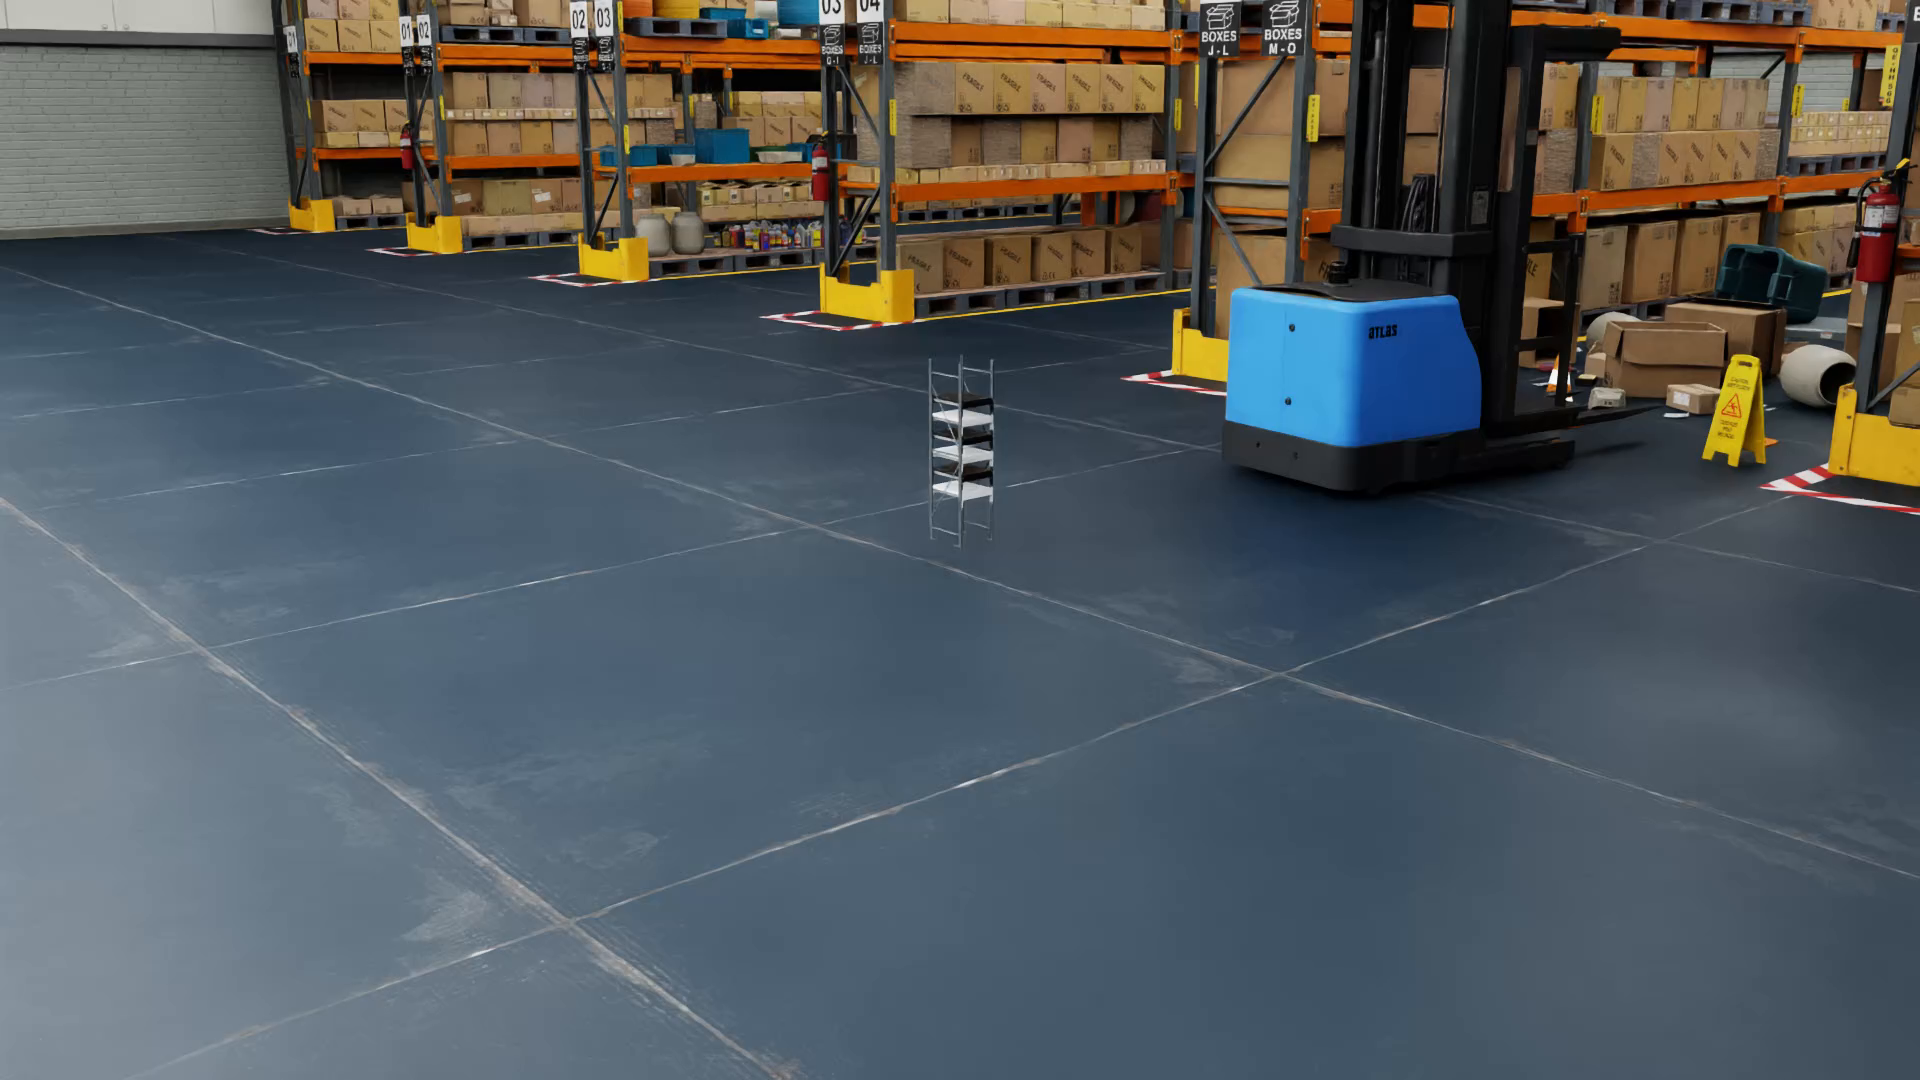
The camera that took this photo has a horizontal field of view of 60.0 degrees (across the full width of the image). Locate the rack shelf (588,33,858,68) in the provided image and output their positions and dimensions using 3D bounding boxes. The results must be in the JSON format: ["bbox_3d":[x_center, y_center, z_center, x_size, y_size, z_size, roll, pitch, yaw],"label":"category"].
[{"bbox_3d":[-2.735,-6.083,20.791,4.000,0.370,1.077,-13,19,-39],"label":"rack shelf"}]

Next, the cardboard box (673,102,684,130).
[{"bbox_3d":[-5.464,-8.006,31.362,0.700,0.500,0.500,14,20,42],"label":"cardboard box"}]

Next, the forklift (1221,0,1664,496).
[{"bbox_3d":[3.047,-1.926,9.779,3.031,2.935,1.130,-9,18,-32],"label":"forklift"}]

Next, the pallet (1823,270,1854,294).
[{"bbox_3d":[9.733,-3.041,19.226,1.213,0.211,1.003,-13,19,-39],"label":"pallet"}]

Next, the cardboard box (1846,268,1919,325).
[{"bbox_3d":[7.339,-1.926,13.024,0.500,0.500,0.500,-13,19,-39],"label":"cardboard box"}]

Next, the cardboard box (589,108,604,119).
[{"bbox_3d":[-5.498,-6.344,24.737,0.250,0.149,0.380,-12,19,-38],"label":"cardboard box"}]

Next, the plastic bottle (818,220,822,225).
[{"bbox_3d":[-1.910,-4.171,22.463,0.133,0.283,0.061,-13,19,-39],"label":"plastic bottle"}]

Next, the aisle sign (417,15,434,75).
[{"bbox_3d":[-7.341,-6.792,22.829,0.004,0.787,0.394,-13,19,-39],"label":"aisle sign"}]

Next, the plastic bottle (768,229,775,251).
[{"bbox_3d":[-2.413,-3.841,21.252,0.097,0.271,0.097,0,15,0],"label":"plastic bottle"}]

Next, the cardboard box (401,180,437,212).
[{"bbox_3d":[-9.150,-5.887,28.467,0.500,0.500,0.700,-14,21,-43],"label":"cardboard box"}]

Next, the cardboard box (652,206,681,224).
[{"bbox_3d":[-4.681,-5.038,25.814,0.500,0.250,0.500,-13,19,-39],"label":"cardboard box"}]

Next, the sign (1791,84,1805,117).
[{"bbox_3d":[8.589,-4.502,17.050,0.005,0.325,0.100,-13,19,-39],"label":"sign"}]

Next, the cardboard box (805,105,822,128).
[{"bbox_3d":[-3.014,-8.421,33.154,0.500,0.500,0.500,-12,19,-38],"label":"cardboard box"}]

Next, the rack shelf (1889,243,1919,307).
[{"bbox_3d":[7.022,-1.740,10.346,4.000,0.370,1.077,-13,19,-39],"label":"rack shelf"}]

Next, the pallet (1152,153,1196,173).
[{"bbox_3d":[2.697,-4.364,19.147,1.213,0.211,1.003,-13,19,-39],"label":"pallet"}]

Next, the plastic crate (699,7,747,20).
[{"bbox_3d":[-3.003,-6.465,20.861,0.575,0.384,0.392,-13,19,-39],"label":"plastic crate"}]

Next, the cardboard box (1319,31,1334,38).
[{"bbox_3d":[4.099,-6.111,19.792,0.500,0.250,0.500,-12,19,-38],"label":"cardboard box"}]

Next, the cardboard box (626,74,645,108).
[{"bbox_3d":[-5.186,-6.798,25.179,0.500,0.500,0.700,-13,20,-39],"label":"cardboard box"}]

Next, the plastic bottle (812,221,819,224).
[{"bbox_3d":[-1.980,-4.188,22.541,0.135,0.276,0.152,-12,19,-37],"label":"plastic bottle"}]

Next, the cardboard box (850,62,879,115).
[{"bbox_3d":[-0.740,-4.494,16.556,0.500,0.500,0.500,-13,19,-39],"label":"cardboard box"}]

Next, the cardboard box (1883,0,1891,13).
[{"bbox_3d":[10.438,-6.229,19.304,0.500,0.311,0.500,-13,20,-40],"label":"cardboard box"}]

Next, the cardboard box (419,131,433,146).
[{"bbox_3d":[-9.017,-6.790,28.110,0.500,0.250,0.500,-12,19,-39],"label":"cardboard box"}]

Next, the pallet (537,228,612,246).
[{"bbox_3d":[-6.023,-4.603,25.075,1.213,0.211,1.003,-13,19,-39],"label":"pallet"}]

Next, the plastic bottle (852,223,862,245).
[{"bbox_3d":[-1.372,-4.074,22.102,0.133,0.283,0.061,-11,19,-37],"label":"plastic bottle"}]

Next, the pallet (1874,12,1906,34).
[{"bbox_3d":[9.924,-5.826,18.802,1.003,0.211,1.213,-13,19,-39],"label":"pallet"}]

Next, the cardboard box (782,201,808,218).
[{"bbox_3d":[-2.848,-5.440,27.318,0.500,0.250,0.500,-12,19,-38],"label":"cardboard box"}]

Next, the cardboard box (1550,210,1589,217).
[{"bbox_3d":[8.611,-4.983,24.398,0.875,0.875,0.875,-13,19,-39],"label":"cardboard box"}]

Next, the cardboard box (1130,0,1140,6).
[{"bbox_3d":[1.708,-5.786,17.805,0.250,0.149,0.380,-12,19,-39],"label":"cardboard box"}]

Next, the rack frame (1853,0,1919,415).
[{"bbox_3d":[5.513,-1.749,8.984,0.127,3.000,1.000,-13,19,-39],"label":"rack frame"}]

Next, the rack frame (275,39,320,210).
[{"bbox_3d":[-10.747,-6.571,27.038,0.127,3.000,1.000,-13,19,-39],"label":"rack frame"}]

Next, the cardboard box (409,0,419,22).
[{"bbox_3d":[-9.418,-8.943,27.934,0.500,0.500,0.500,-13,20,-39],"label":"cardboard box"}]

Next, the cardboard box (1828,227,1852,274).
[{"bbox_3d":[9.685,-3.290,18.783,0.500,0.500,0.500,-13,20,-41],"label":"cardboard box"}]

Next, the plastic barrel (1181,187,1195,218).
[{"bbox_3d":[3.853,-5.655,26.862,0.708,0.901,0.600,-13,19,-39],"label":"plastic barrel"}]

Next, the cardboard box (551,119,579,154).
[{"bbox_3d":[-5.966,-5.995,24.687,0.500,0.500,0.700,-12,19,-38],"label":"cardboard box"}]

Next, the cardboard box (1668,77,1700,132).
[{"bbox_3d":[6.726,-4.248,16.209,0.500,0.500,0.700,-13,20,-40],"label":"cardboard box"}]

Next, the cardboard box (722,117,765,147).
[{"bbox_3d":[-3.487,-6.549,26.763,0.500,0.500,0.500,-11,18,-35],"label":"cardboard box"}]

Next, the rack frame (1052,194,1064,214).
[{"bbox_3d":[1.560,-7.640,31.040,0.127,3.000,1.000,-13,19,-39],"label":"rack frame"}]

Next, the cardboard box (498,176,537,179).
[{"bbox_3d":[-6.538,-5.165,24.835,0.500,0.500,0.500,-13,19,-39],"label":"cardboard box"}]

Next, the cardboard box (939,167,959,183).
[{"bbox_3d":[-0.221,-3.637,16.539,0.250,0.149,0.380,-13,19,-39],"label":"cardboard box"}]

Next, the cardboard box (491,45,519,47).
[{"bbox_3d":[-7.950,-8.622,28.670,0.500,0.500,0.500,-12,19,-38],"label":"cardboard box"}]

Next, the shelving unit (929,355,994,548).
[{"bbox_3d":[0.006,-0.436,8.139,0.210,0.900,0.258,-13,20,-39],"label":"shelving unit"}]

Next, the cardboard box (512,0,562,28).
[{"bbox_3d":[-6.060,-7.603,23.811,0.500,0.500,0.500,-13,19,-39],"label":"cardboard box"}]

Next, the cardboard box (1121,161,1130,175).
[{"bbox_3d":[1.633,-4.069,18.159,0.250,0.149,0.380,-13,19,-39],"label":"cardboard box"}]

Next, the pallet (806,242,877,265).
[{"bbox_3d":[-1.760,-3.867,22.318,1.213,0.211,1.003,-13,19,-39],"label":"pallet"}]

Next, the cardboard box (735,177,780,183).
[{"bbox_3d":[-4.071,-7.190,32.705,0.750,0.750,0.750,-13,20,-40],"label":"cardboard box"}]

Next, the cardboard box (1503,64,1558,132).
[{"bbox_3d":[4.565,-3.795,14.264,0.550,0.550,0.875,-13,19,-39],"label":"cardboard box"}]

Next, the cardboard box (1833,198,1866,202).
[{"bbox_3d":[10.448,-3.826,19.337,0.500,0.250,0.500,-12,19,-37],"label":"cardboard box"}]

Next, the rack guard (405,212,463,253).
[{"bbox_3d":[-7.510,-4.395,23.737,0.348,0.500,1.175,-13,19,-39],"label":"rack guard"}]

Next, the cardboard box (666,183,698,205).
[{"bbox_3d":[-4.358,-5.555,26.660,0.500,0.311,0.500,-13,19,-39],"label":"cardboard box"}]

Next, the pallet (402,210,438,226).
[{"bbox_3d":[-9.134,-5.573,28.705,1.213,0.211,1.003,-13,19,-39],"label":"pallet"}]

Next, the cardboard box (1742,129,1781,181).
[{"bbox_3d":[8.059,-3.970,17.107,0.500,0.500,0.500,-13,19,-39],"label":"cardboard box"}]

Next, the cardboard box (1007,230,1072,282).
[{"bbox_3d":[0.853,-3.072,17.968,0.500,0.500,0.500,14,20,42],"label":"cardboard box"}]

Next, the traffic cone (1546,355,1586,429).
[{"bbox_3d":[4.005,-1.006,11.118,0.334,0.463,0.336,-13,19,-39],"label":"traffic cone"}]

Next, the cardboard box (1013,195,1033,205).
[{"bbox_3d":[0.998,-6.423,30.477,0.500,0.500,0.500,-13,19,-39],"label":"cardboard box"}]

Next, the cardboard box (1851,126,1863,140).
[{"bbox_3d":[9.890,-4.583,18.694,0.250,0.149,0.380,-12,19,-37],"label":"cardboard box"}]

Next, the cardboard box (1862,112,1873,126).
[{"bbox_3d":[10.082,-4.770,18.817,0.250,0.149,0.380,-14,20,-42],"label":"cardboard box"}]
